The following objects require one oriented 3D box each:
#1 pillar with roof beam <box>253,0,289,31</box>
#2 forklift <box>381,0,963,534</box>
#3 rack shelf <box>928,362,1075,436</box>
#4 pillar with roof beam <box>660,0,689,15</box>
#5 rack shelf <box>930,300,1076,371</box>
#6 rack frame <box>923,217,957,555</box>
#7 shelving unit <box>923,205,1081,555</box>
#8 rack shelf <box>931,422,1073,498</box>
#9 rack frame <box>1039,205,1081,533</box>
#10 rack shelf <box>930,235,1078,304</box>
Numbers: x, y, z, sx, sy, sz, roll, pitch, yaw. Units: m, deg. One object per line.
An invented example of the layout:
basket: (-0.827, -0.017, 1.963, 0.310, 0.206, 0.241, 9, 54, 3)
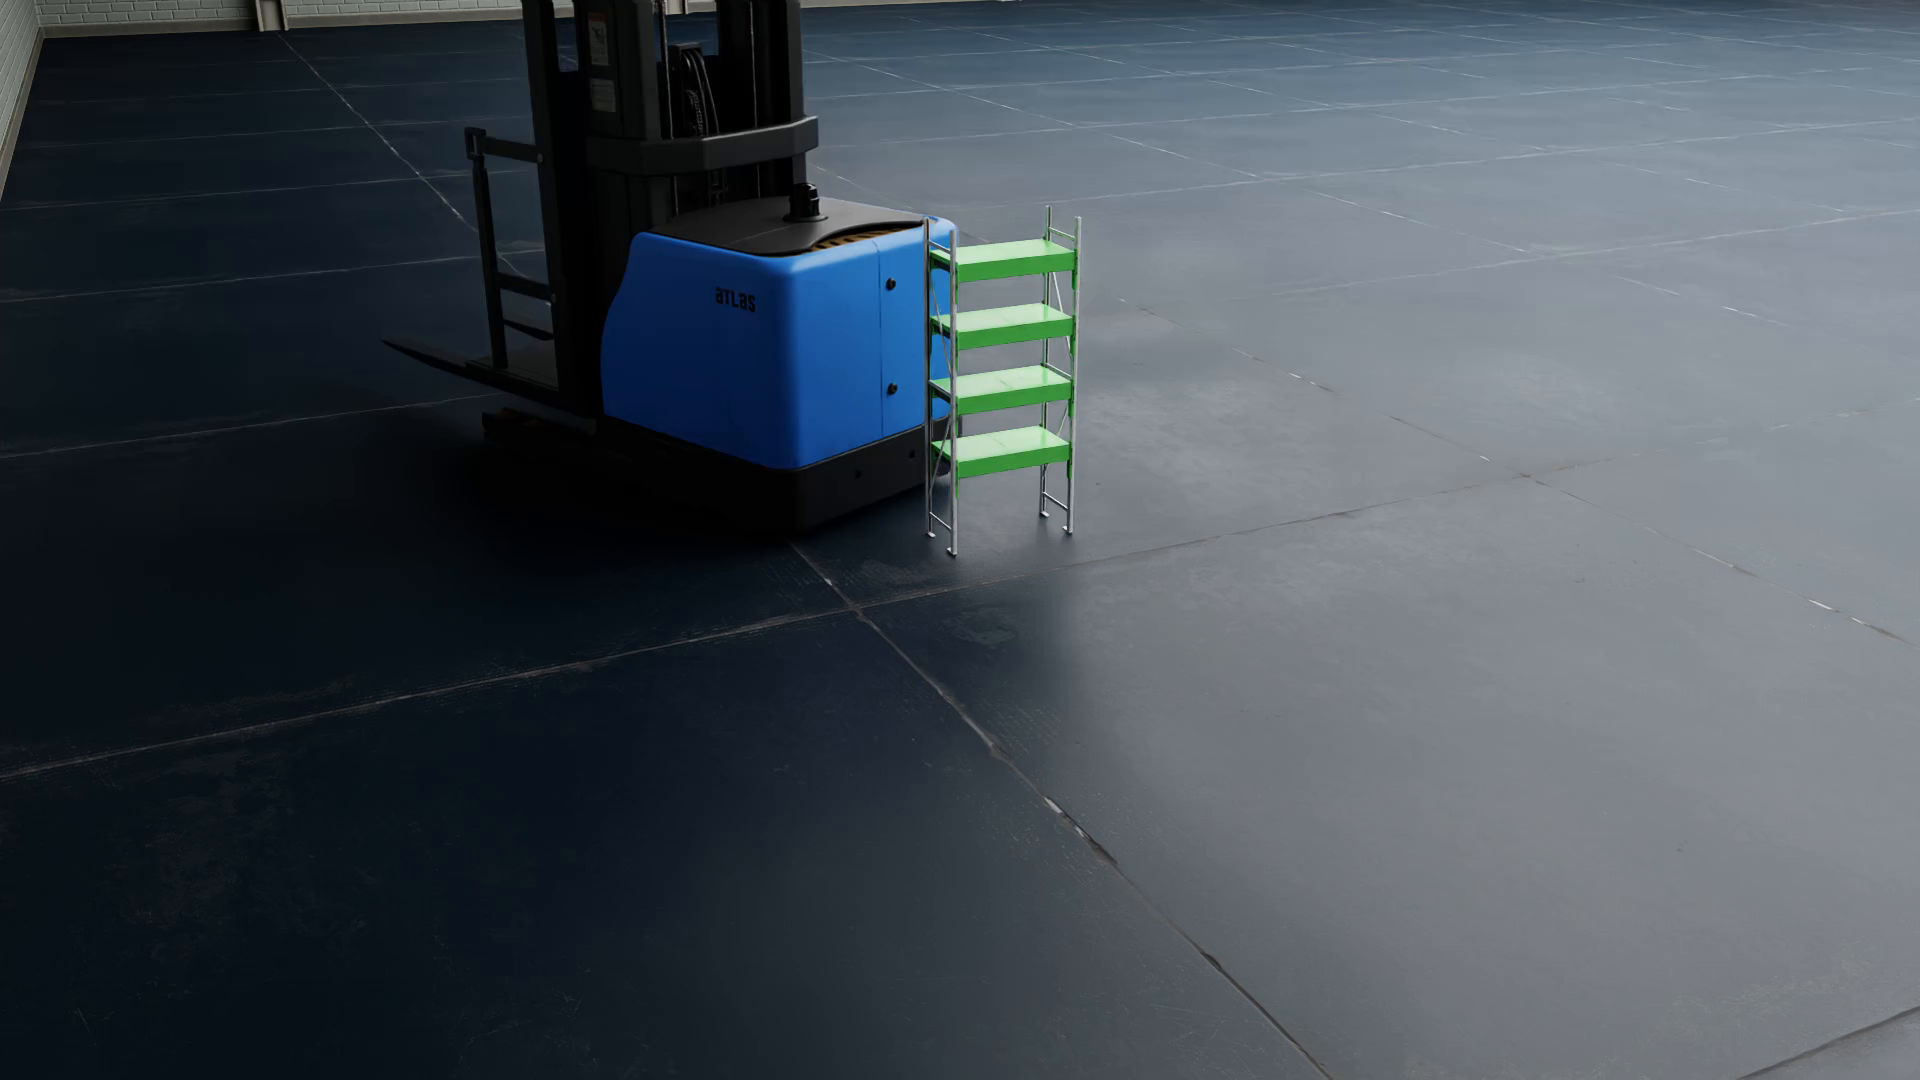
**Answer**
pillar with roof beam: (-8.111, -10.086, 18.850, 0.400, 9.000, 9.100, -10, 25, -24)
forklift: (-1.429, -1.832, 6.842, 3.031, 2.935, 1.130, 18, 29, 37)
rack shelf: (0.149, -0.523, 6.111, 0.480, 0.148, 0.258, -10, 25, -24)
pillar with roof beam: (-2.704, -11.081, 21.254, 0.400, 9.000, 9.100, -10, 25, -24)
rack shelf: (0.149, -0.745, 6.019, 0.480, 0.148, 0.258, -10, 25, -24)
rack frame: (-0.071, -0.541, 5.989, 0.015, 1.200, 0.240, -10, 25, -24)
shelving unit: (0.149, -0.582, 6.087, 0.503, 1.200, 0.258, -10, 25, -24)
rack shelf: (0.149, -0.301, 6.203, 0.480, 0.148, 0.258, -10, 25, -24)
rack frame: (0.369, -0.622, 6.185, 0.015, 1.200, 0.240, -10, 25, -24)
rack shelf: (0.149, -0.966, 5.928, 0.480, 0.148, 0.258, -10, 25, -24)
